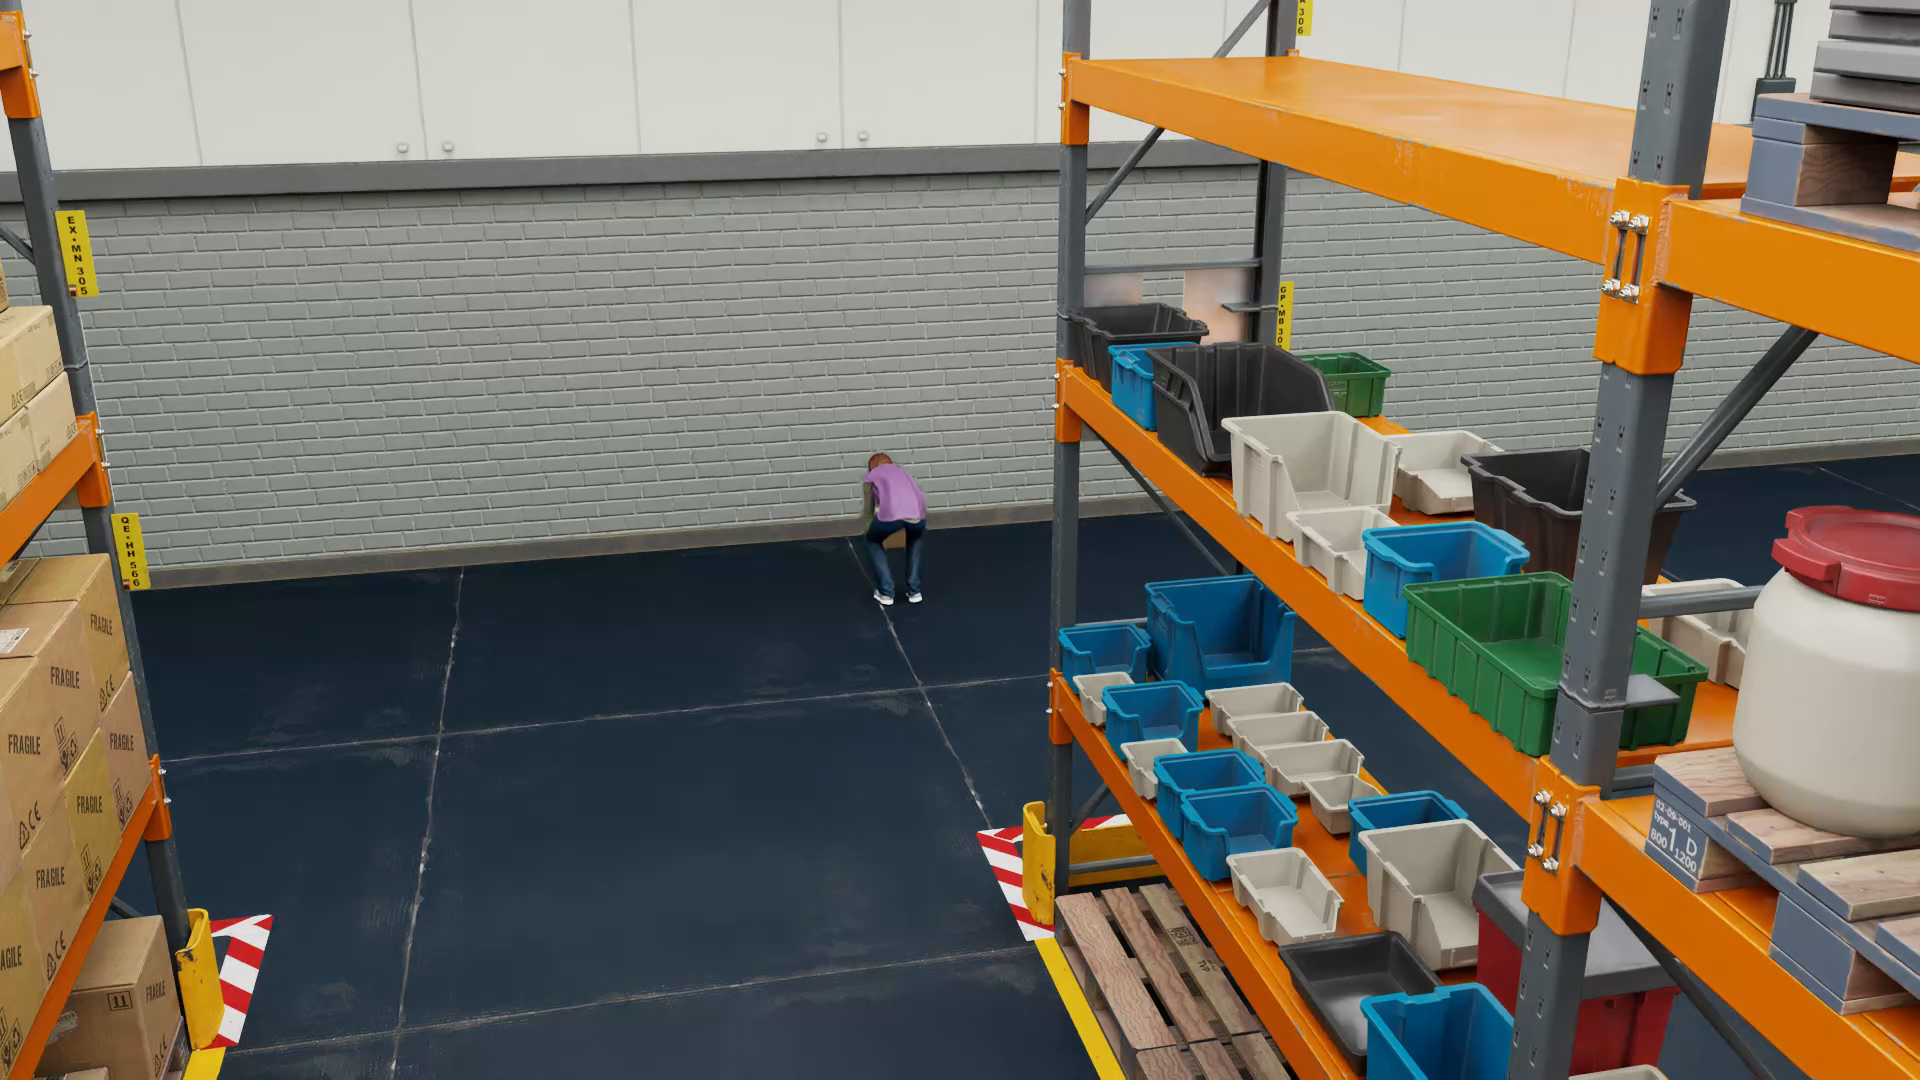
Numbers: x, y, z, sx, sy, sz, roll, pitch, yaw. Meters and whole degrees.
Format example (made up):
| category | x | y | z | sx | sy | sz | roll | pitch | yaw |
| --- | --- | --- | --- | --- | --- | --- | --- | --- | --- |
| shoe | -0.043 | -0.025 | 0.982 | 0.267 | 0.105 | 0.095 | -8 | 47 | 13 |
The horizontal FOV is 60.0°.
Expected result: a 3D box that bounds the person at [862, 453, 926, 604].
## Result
| category | x | y | z | sx | sy | sz | roll | pitch | yaw |
| --- | --- | --- | --- | --- | --- | --- | --- | --- | --- |
| person | -0.495 | -0.075 | 12.202 | 0.421 | 0.980 | 0.861 | -6 | 21 | -15 |
